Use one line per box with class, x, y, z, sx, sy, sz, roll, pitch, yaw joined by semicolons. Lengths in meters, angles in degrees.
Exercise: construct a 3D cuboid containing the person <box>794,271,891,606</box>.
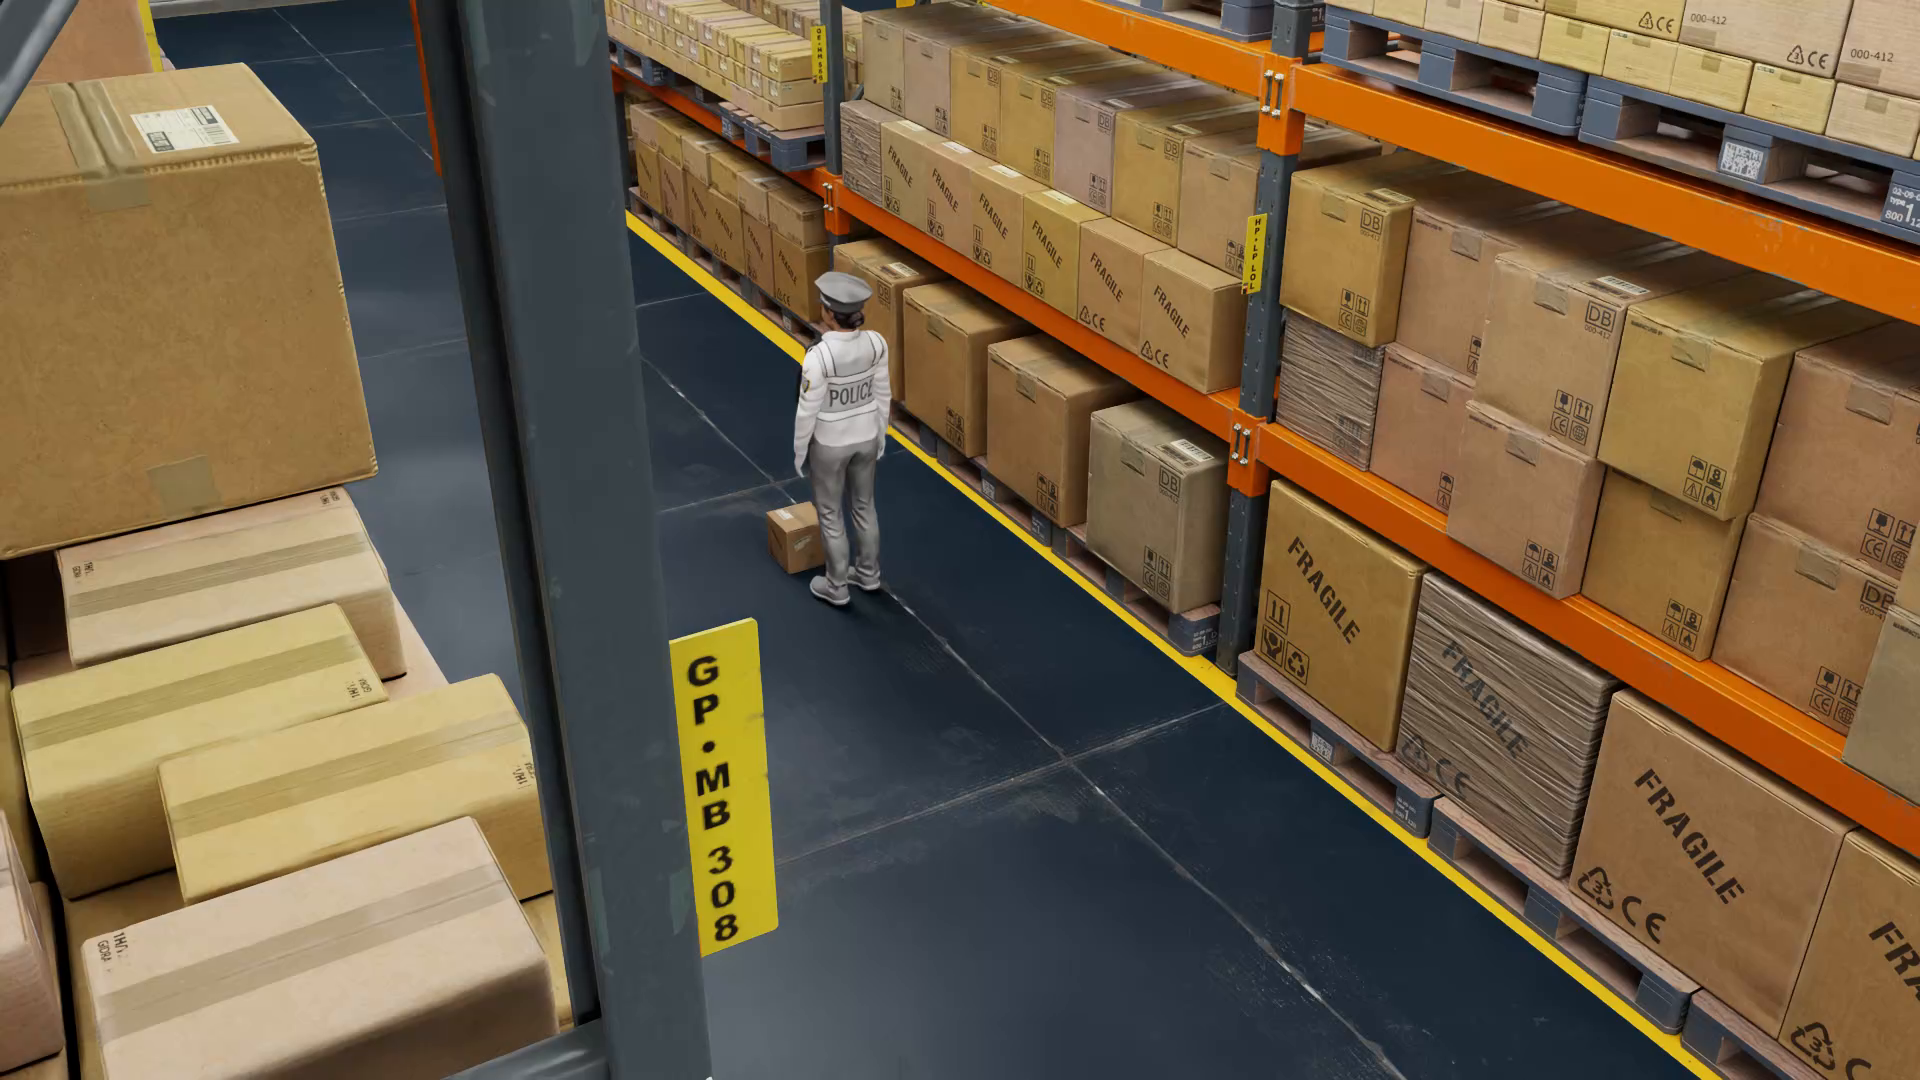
person;-0.571;-0.456;7.900;0.497;1.705;0.399;-19;34;-30
